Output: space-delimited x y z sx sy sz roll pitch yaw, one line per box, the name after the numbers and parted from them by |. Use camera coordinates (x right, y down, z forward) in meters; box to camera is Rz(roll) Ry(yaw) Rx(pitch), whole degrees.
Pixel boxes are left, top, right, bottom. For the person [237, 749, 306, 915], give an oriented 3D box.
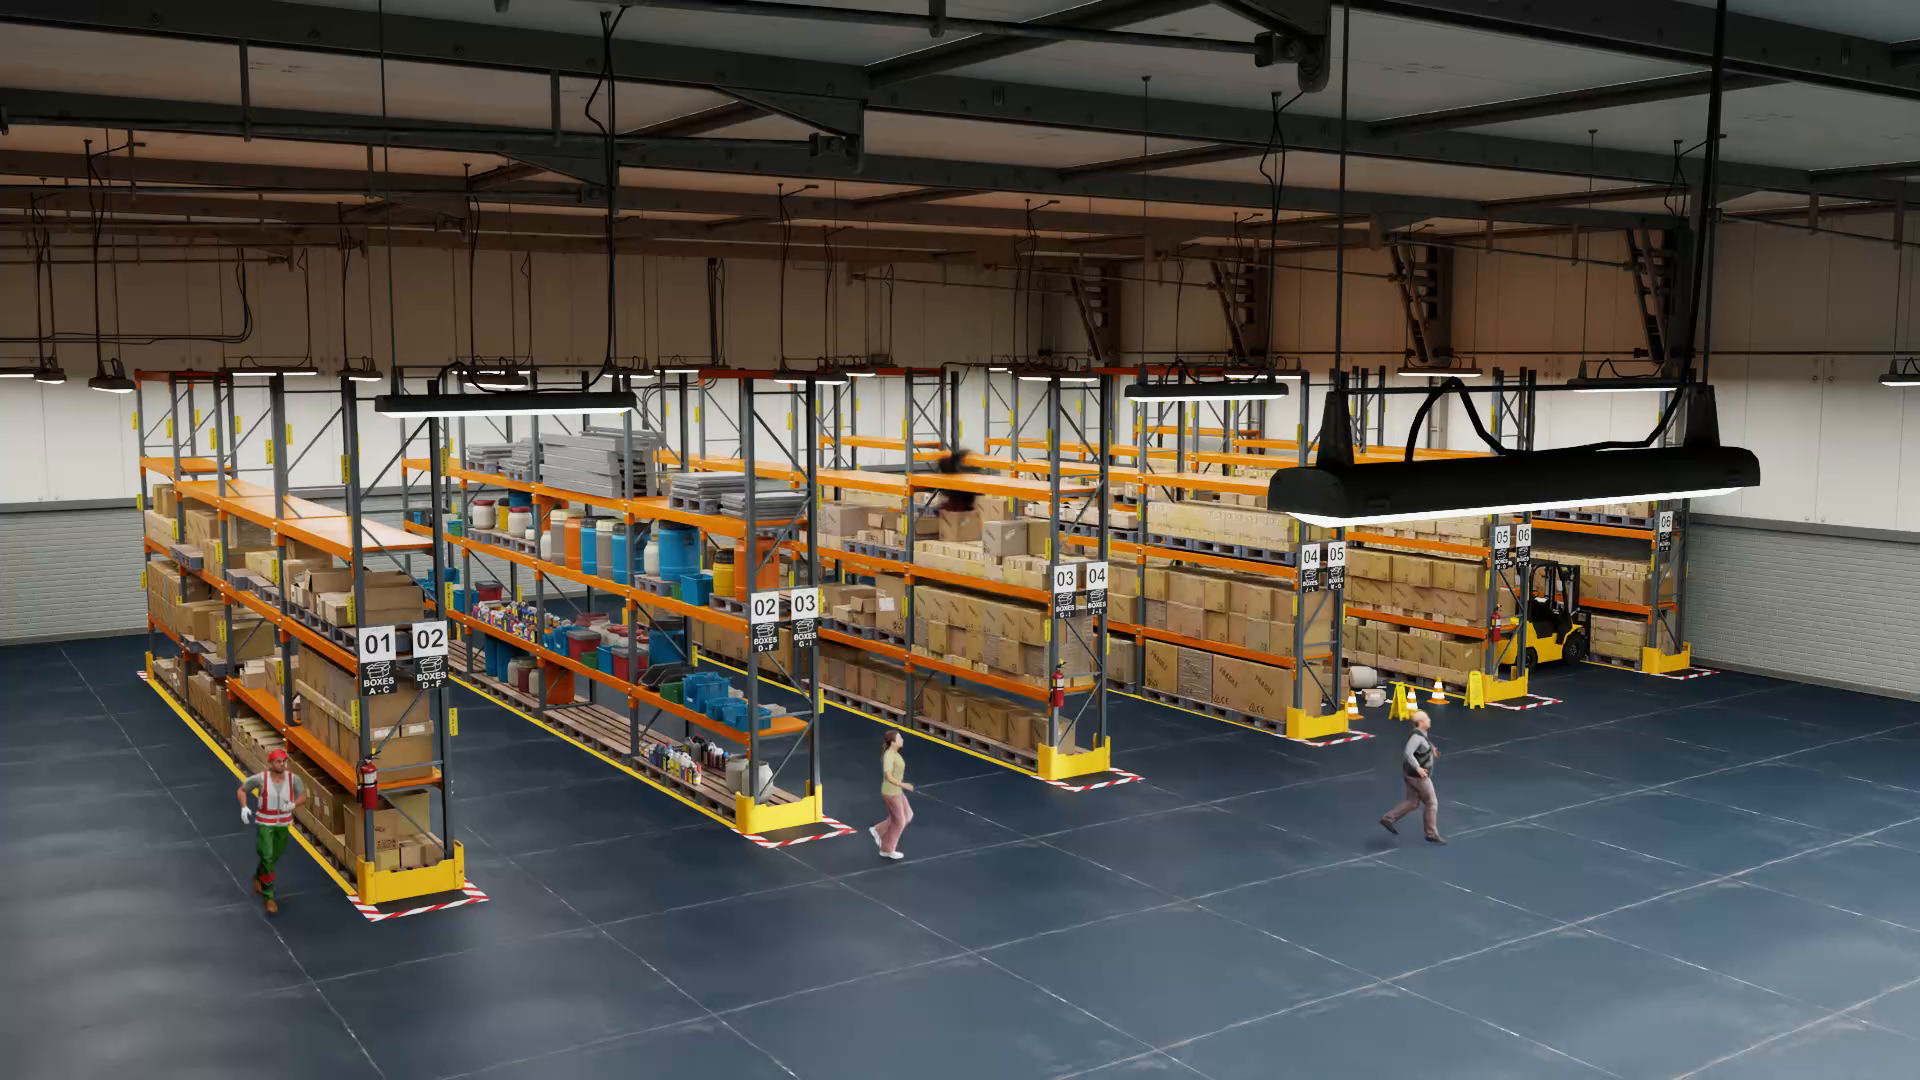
-7.883 3.281 19.154 0.711 1.773 0.979 -6 9 -41 | person

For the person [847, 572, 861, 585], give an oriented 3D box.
-2.635 0.741 42.085 0.594 1.695 0.740 2 7 19 | person

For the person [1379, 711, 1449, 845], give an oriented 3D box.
5.875 3.061 21.472 0.890 1.732 0.648 0 6 1 | person

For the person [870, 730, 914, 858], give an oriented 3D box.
-0.853 3.176 20.880 0.570 1.634 0.614 0 6 1 | person
